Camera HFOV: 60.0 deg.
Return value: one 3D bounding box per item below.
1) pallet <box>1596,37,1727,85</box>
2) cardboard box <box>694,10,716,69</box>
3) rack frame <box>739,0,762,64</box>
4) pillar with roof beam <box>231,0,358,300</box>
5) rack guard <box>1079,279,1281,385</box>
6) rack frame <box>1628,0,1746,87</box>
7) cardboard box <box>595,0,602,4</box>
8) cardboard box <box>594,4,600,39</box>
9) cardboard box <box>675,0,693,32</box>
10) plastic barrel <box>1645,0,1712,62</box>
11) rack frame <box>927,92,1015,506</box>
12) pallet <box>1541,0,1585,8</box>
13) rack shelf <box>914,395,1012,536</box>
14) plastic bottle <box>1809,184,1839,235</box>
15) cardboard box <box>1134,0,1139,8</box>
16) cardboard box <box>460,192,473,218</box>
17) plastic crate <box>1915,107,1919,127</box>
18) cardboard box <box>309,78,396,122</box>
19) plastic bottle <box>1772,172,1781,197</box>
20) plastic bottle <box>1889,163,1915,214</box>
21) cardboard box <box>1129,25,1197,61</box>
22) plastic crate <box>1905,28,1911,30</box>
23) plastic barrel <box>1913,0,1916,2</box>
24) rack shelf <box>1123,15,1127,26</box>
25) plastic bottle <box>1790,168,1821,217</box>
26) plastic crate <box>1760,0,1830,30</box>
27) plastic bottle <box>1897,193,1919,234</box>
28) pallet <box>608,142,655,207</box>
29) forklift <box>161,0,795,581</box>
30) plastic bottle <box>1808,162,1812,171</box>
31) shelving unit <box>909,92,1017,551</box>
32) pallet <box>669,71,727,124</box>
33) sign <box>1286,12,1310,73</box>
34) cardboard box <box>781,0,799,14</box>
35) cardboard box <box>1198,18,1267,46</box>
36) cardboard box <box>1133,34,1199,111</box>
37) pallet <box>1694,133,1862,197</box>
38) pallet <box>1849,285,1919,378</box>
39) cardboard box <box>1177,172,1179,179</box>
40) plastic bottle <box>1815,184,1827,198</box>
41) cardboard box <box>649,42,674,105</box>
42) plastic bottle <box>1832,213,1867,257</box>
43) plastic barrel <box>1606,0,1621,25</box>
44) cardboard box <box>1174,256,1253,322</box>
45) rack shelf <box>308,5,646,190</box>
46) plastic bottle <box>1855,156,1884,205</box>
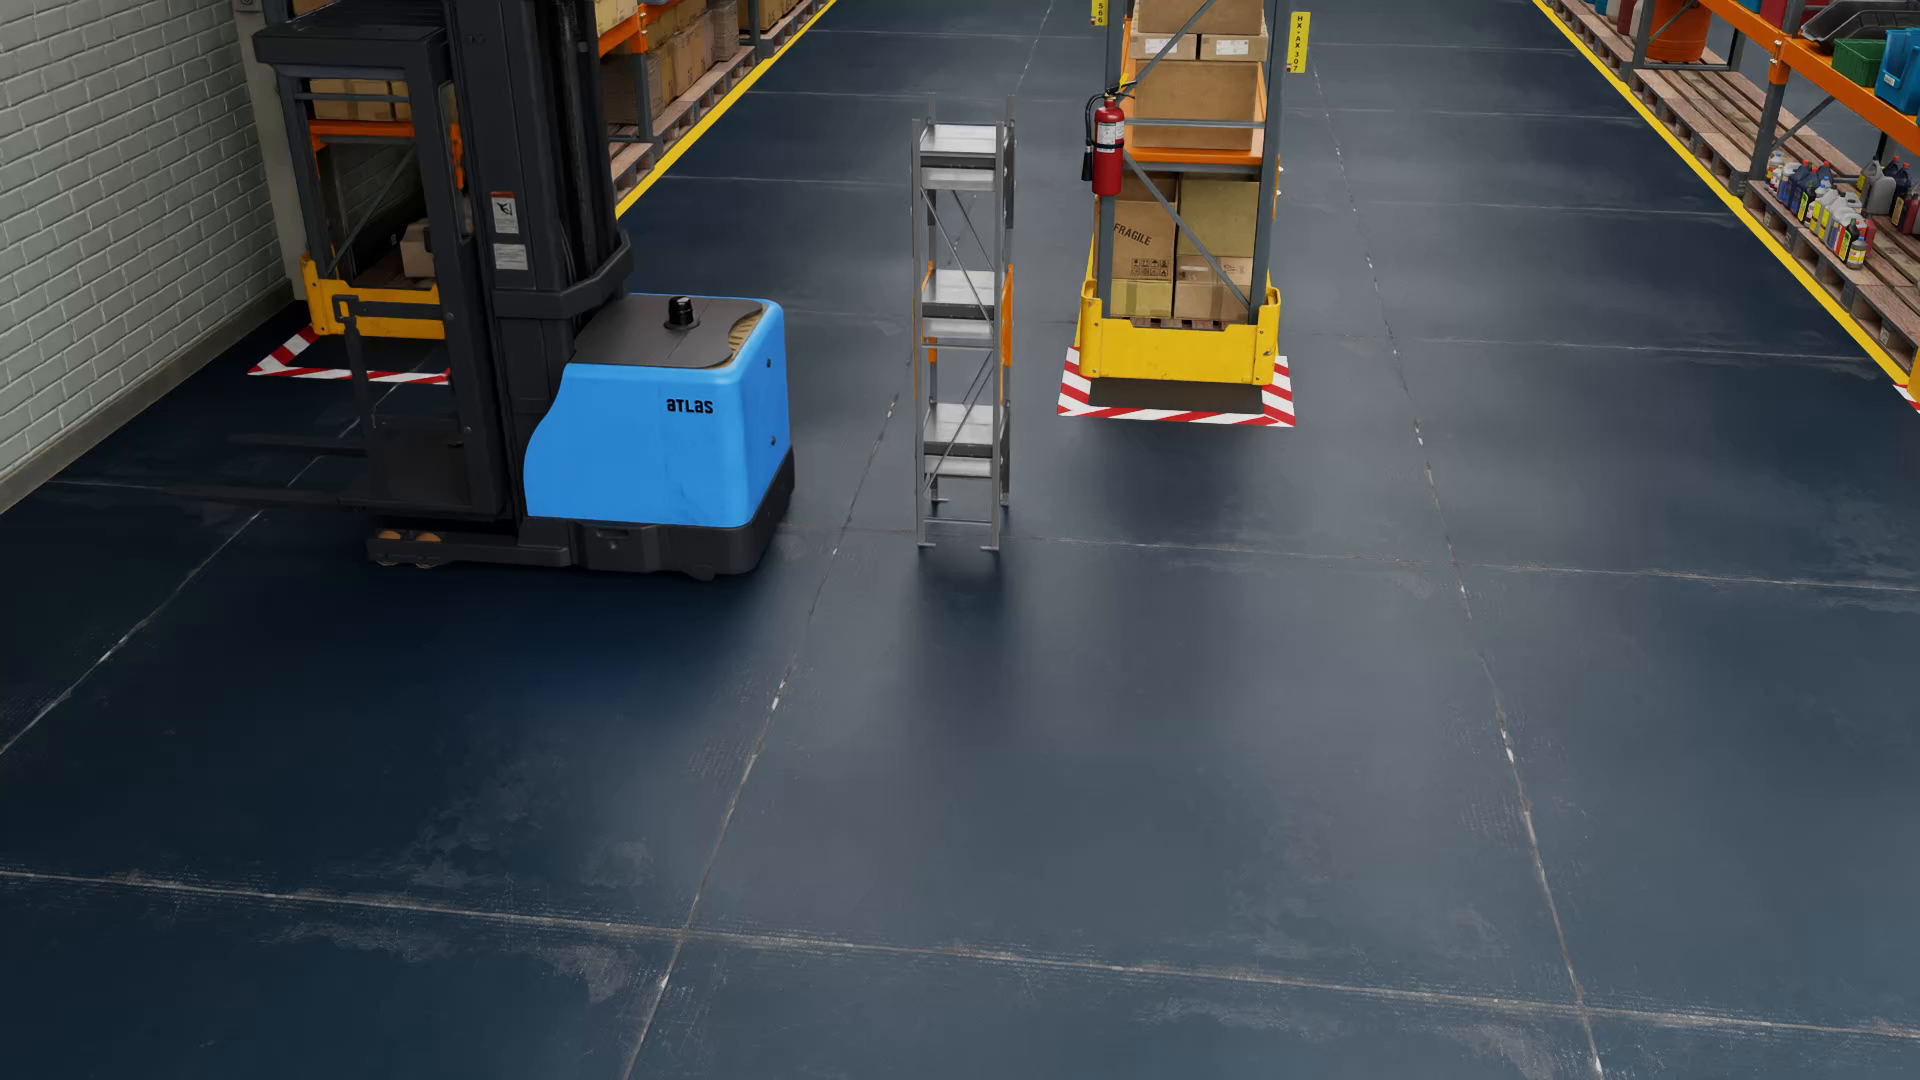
[{"bbox_3d":[7.272,-4.994,17.297,1.003,0.211,1.213,3,28,6],"label":"pallet"},{"bbox_3d":[-2.830,-4.939,16.427,0.700,0.500,0.500,3,28,6],"label":"cardboard box"},{"bbox_3d":[-2.615,-6.424,17.011,1.000,3.000,0.127,3,28,6],"label":"rack frame"},{"bbox_3d":[-0.096,-5.429,8.838,9.100,9.000,0.400,3,28,6],"label":"pillar with roof beam"},{"bbox_3d":[1.318,-1.260,10.062,1.175,0.500,0.348,3,28,6],"label":"rack guard"},{"bbox_3d":[7.217,-5.848,15.942,1.000,3.000,0.127,3,28,6],"label":"rack frame"},{"bbox_3d":[-2.912,-4.338,12.486,0.500,0.500,0.500,3,28,6],"label":"cardboard box"},{"bbox_3d":[-2.978,-3.771,12.224,0.500,0.250,0.500,3,28,6],"label":"cardboard box"},{"bbox_3d":[-2.842,-4.998,15.745,0.500,0.250,0.500,3,28,6],"label":"cardboard box"},{"bbox_3d":[7.260,-5.309,16.786,0.600,0.830,0.708,3,28,6],"label":"plastic barrel"},{"bbox_3d":[0.050,-1.117,8.110,0.400,2.100,0.015,3,28,6],"label":"rack frame"},{"bbox_3d":[7.759,-6.851,20.745,1.003,0.211,1.213,3,28,6],"label":"pallet"},{"bbox_3d":[0.020,-0.374,8.235,0.431,0.518,0.480,3,28,6],"label":"rack shelf"},{"bbox_3d":[6.141,-2.348,11.774,0.144,0.351,0.185,3,28,6],"label":"plastic bottle"},{"bbox_3d":[1.274,-3.254,10.338,0.380,0.149,0.250,4,29,7],"label":"cardboard box"},{"bbox_3d":[-3.352,-2.257,11.647,0.500,0.311,0.500,6,29,10],"label":"cardboard box"},{"bbox_3d":[6.086,-2.575,10.024,0.499,0.251,0.408,3,28,6],"label":"plastic crate"},{"bbox_3d":[-3.731,-2.832,10.481,0.500,0.250,0.500,4,29,7],"label":"cardboard box"},{"bbox_3d":[6.228,-2.706,12.598,0.097,0.201,0.097,0,28,0],"label":"plastic bottle"},{"bbox_3d":[6.910,-2.582,12.209,0.144,0.351,0.185,2,28,4],"label":"plastic bottle"},{"bbox_3d":[1.179,-2.892,9.667,0.380,0.149,0.250,3,28,5],"label":"cardboard box"},{"bbox_3d":[6.861,-3.363,11.486,0.499,0.251,0.616,3,28,6],"label":"plastic crate"},{"bbox_3d":[7.075,-4.350,12.633,0.600,0.901,0.708,3,28,6],"label":"plastic barrel"},{"bbox_3d":[2.056,-4.879,14.903,1.077,0.370,4.000,3,28,6],"label":"rack shelf"},{"bbox_3d":[6.193,-2.548,12.146,0.144,0.351,0.185,2,28,4],"label":"plastic bottle"},{"bbox_3d":[6.483,-4.239,12.888,0.402,0.464,0.583,3,28,6],"label":"plastic crate"},{"bbox_3d":[6.741,-2.330,11.813,0.061,0.283,0.133,3,28,6],"label":"plastic bottle"},{"bbox_3d":[-3.153,-2.995,13.586,1.003,0.211,1.213,3,28,6],"label":"pallet"},{"bbox_3d":[-2.412,-1.397,7.753,3.031,2.935,1.130,4,29,7],"label":"forklift"},{"bbox_3d":[6.346,-2.679,12.459,0.061,0.283,0.133,3,28,6],"label":"plastic bottle"},{"bbox_3d":[0.020,-1.002,7.897,0.431,2.100,0.503,3,28,6],"label":"shelving unit"},{"bbox_3d":[-2.865,-4.256,15.926,1.003,0.211,1.213,3,28,6],"label":"pallet"},{"bbox_3d":[1.871,-2.753,9.200,0.100,0.325,0.005,3,28,6],"label":"sign"},{"bbox_3d":[-2.281,-6.413,18.814,0.750,0.750,0.750,3,28,6],"label":"cardboard box"},{"bbox_3d":[1.613,-2.998,9.863,0.380,0.149,0.250,3,28,5],"label":"cardboard box"},{"bbox_3d":[1.451,-2.882,10.332,0.700,0.500,0.500,4,29,8],"label":"cardboard box"},{"bbox_3d":[6.785,-3.109,13.799,1.003,0.211,1.213,3,28,6],"label":"pallet"},{"bbox_3d":[6.304,-1.275,10.394,1.003,0.211,1.213,3,28,6],"label":"pallet"},{"bbox_3d":[1.841,-2.858,12.058,0.500,0.500,0.500,3,28,6],"label":"cardboard box"},{"bbox_3d":[6.212,-2.441,12.032,0.097,0.271,0.097,0,28,0],"label":"plastic bottle"},{"bbox_3d":[-3.018,-4.227,15.106,0.700,0.500,0.500,3,28,5],"label":"cardboard box"},{"bbox_3d":[6.085,-2.084,11.363,0.152,0.276,0.135,4,29,7],"label":"plastic bottle"},{"bbox_3d":[7.379,-5.971,18.351,0.421,0.512,0.421,0,28,0],"label":"plastic barrel"},{"bbox_3d":[1.608,-1.586,10.487,0.500,0.250,0.500,3,28,6],"label":"cardboard box"},{"bbox_3d":[-3.351,-3.283,11.939,1.077,0.370,4.000,3,28,6],"label":"rack shelf"},{"bbox_3d":[6.791,-2.681,12.393,0.144,0.351,0.185,3,28,6],"label":"plastic bottle"}]
